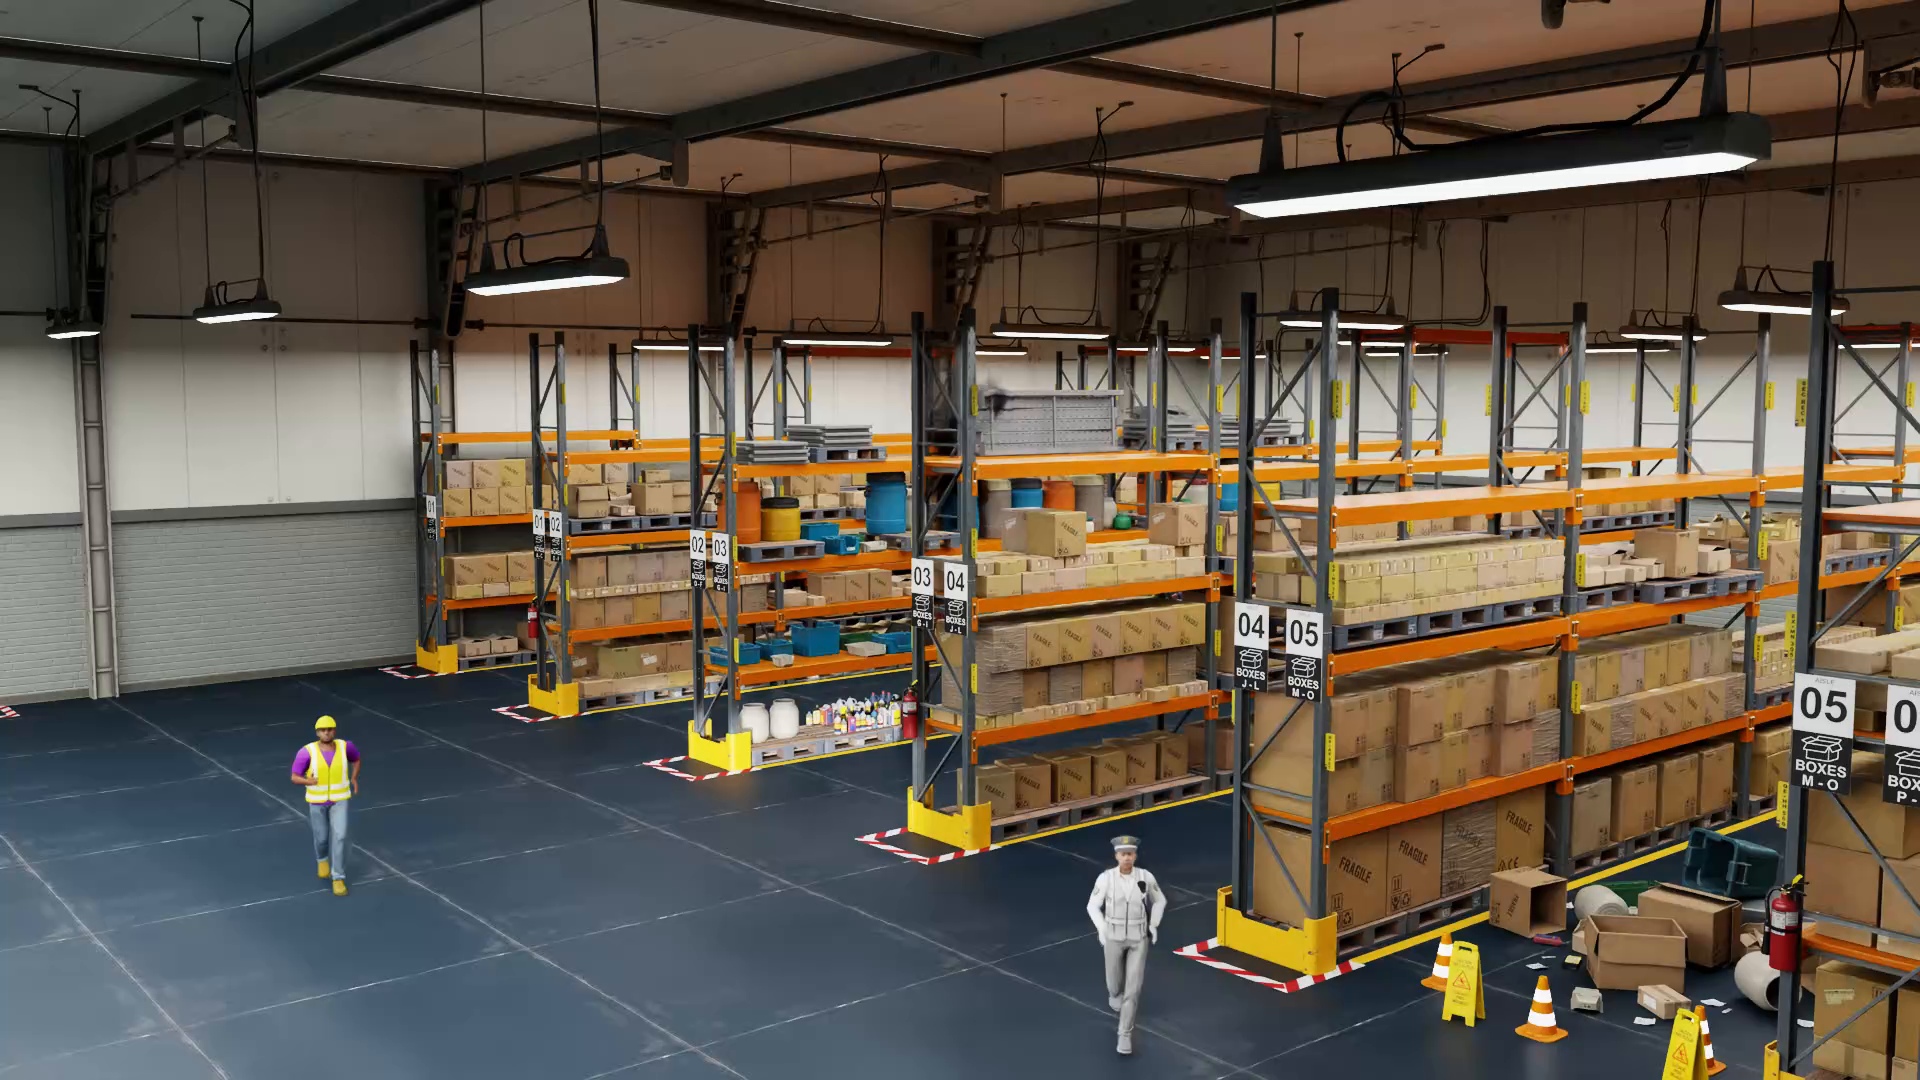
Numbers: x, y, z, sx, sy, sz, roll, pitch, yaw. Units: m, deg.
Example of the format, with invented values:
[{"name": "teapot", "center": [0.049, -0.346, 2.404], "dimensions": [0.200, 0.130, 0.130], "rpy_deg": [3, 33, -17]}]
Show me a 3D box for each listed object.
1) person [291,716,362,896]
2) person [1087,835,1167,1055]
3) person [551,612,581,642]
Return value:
[{"name": "person", "center": [-6.473, 2.676, 17.044], "dimensions": [0.701, 1.765, 0.917], "rpy_deg": [-2, 6, -24]}, {"name": "person", "center": [1.320, 3.130, 13.129], "dimensions": [0.630, 1.668, 0.726], "rpy_deg": [0, 5, 3]}, {"name": "person", "center": [-6.680, 1.672, 28.621], "dimensions": [0.640, 1.781, 0.727], "rpy_deg": [5, 7, 41]}]
